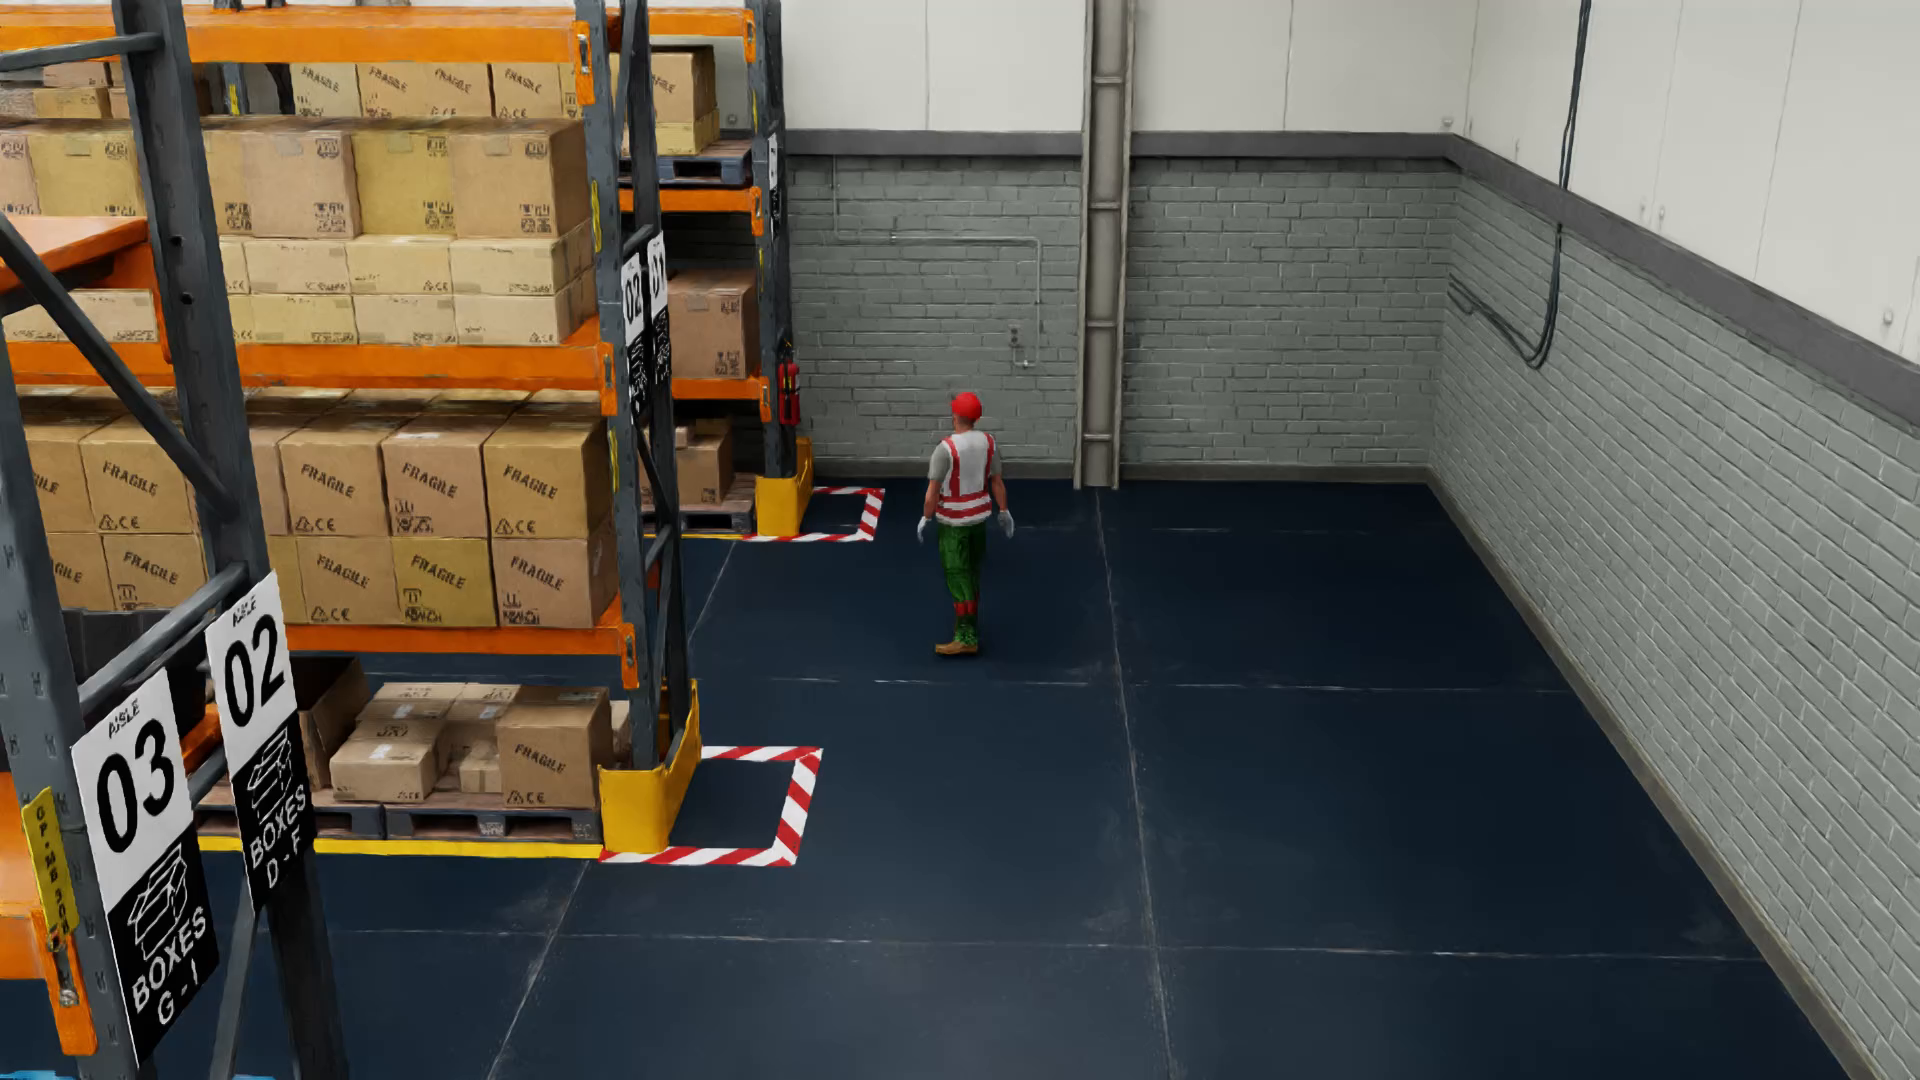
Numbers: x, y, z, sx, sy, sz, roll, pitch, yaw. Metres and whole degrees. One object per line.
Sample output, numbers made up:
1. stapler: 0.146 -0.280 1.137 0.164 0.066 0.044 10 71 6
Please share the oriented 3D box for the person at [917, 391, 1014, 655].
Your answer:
1. person: 0.026 -0.136 11.407 0.683 1.786 0.586 -16 26 -36
